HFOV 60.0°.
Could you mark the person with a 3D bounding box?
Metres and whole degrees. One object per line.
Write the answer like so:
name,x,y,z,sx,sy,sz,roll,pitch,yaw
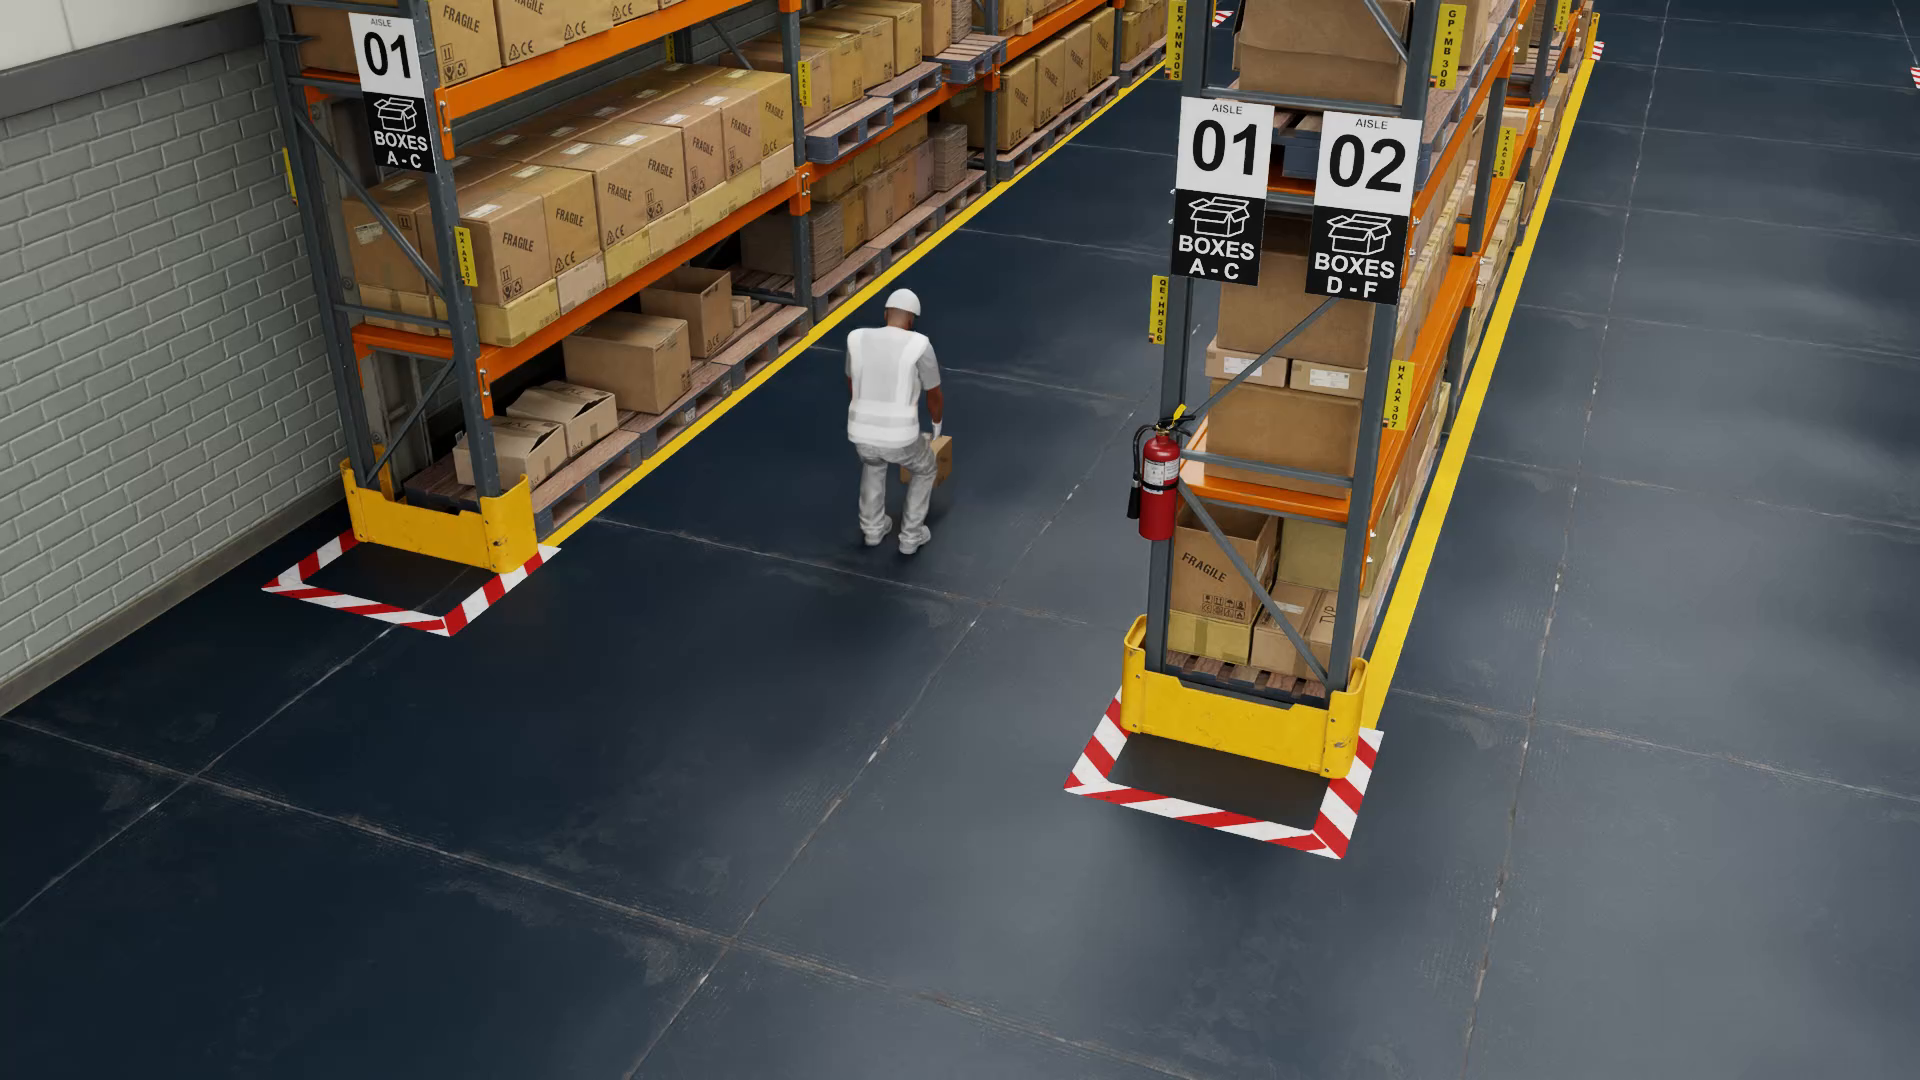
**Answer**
person,-0.417,-0.692,9.873,0.608,1.526,0.696,12,31,20
